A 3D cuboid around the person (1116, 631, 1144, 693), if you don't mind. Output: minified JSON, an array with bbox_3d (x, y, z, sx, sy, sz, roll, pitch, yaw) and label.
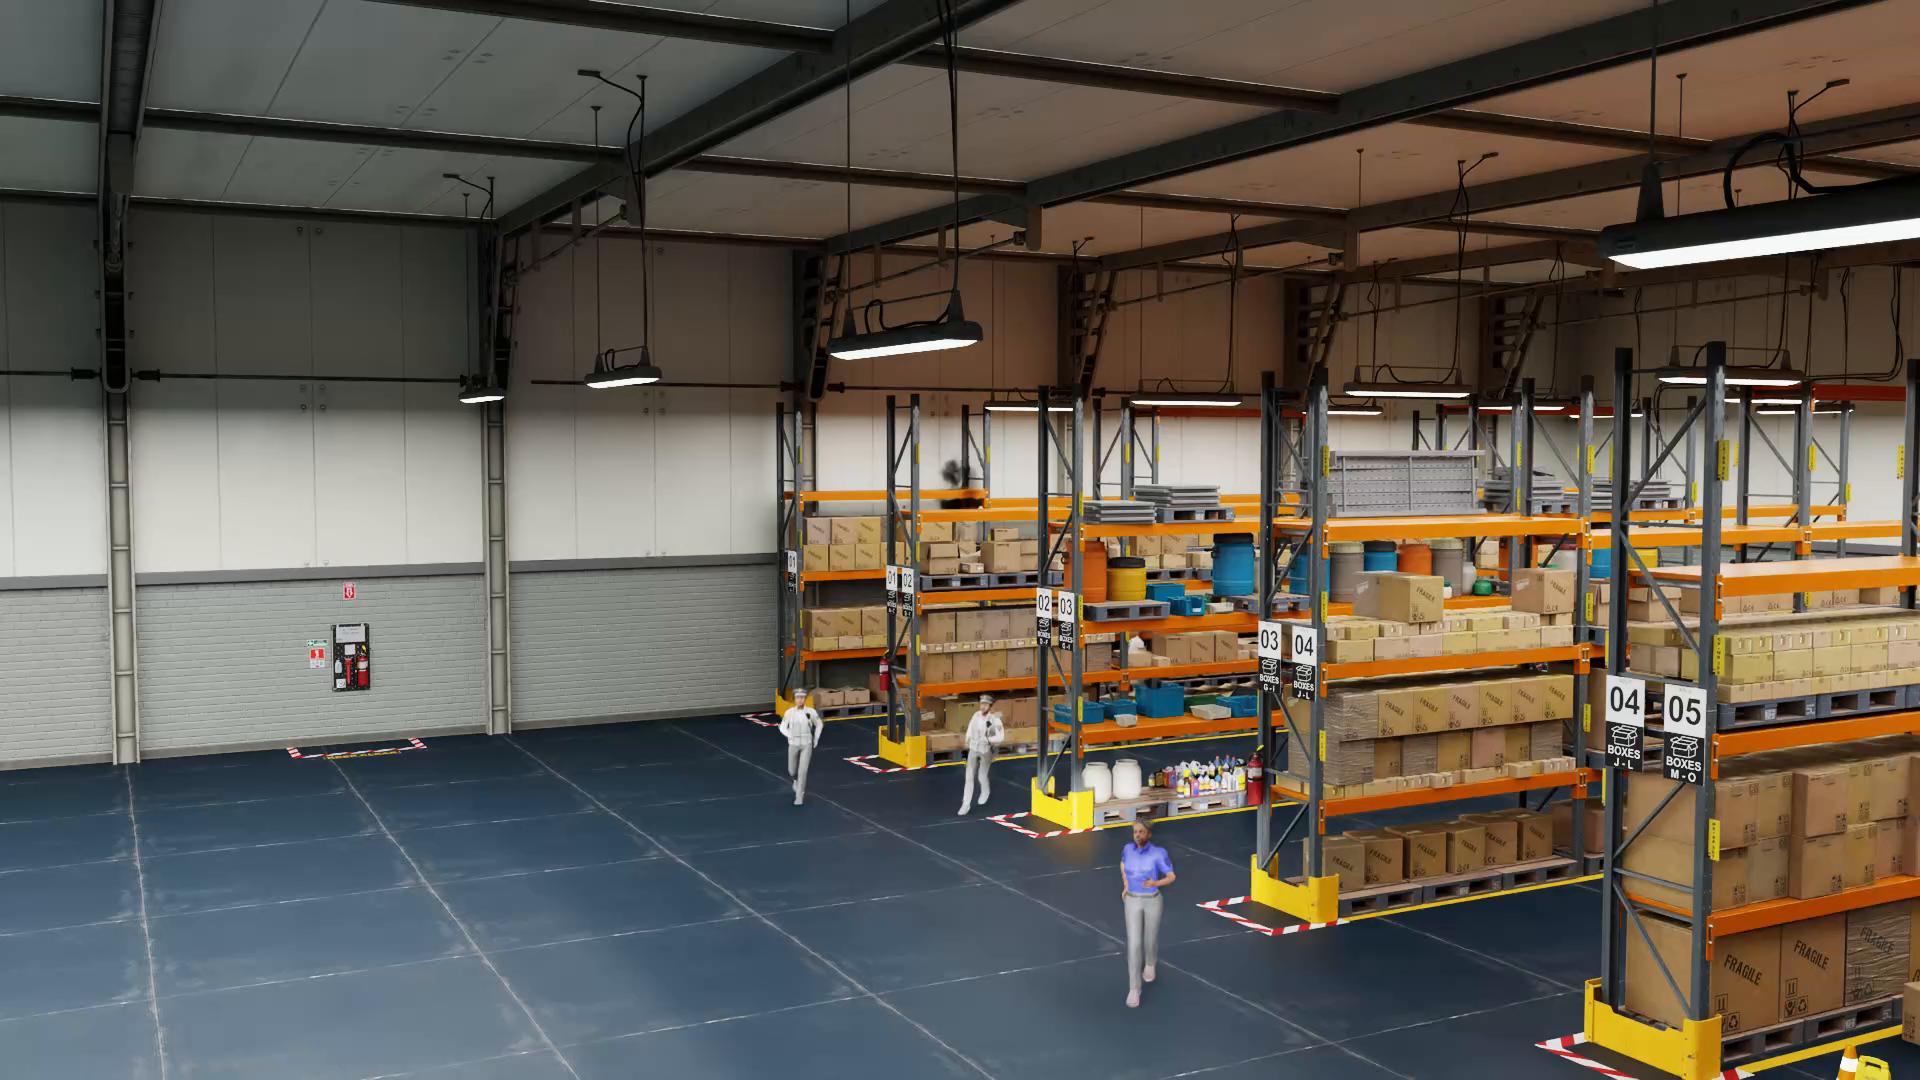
[{"bbox_3d":[3.269,2.507,31.375,0.813,1.831,0.685,-2,4,-26],"label":"person"}]

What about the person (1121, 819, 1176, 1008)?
[{"bbox_3d":[1.753,3.453,15.638,0.561,1.689,0.847,1,3,16],"label":"person"}]

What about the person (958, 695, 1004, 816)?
[{"bbox_3d":[0.354,3.016,23.508,0.633,1.711,0.828,2,4,25],"label":"person"}]

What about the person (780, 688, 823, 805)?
[{"bbox_3d":[-2.303,2.964,24.136,0.620,1.660,0.711,0,3,0],"label":"person"}]
